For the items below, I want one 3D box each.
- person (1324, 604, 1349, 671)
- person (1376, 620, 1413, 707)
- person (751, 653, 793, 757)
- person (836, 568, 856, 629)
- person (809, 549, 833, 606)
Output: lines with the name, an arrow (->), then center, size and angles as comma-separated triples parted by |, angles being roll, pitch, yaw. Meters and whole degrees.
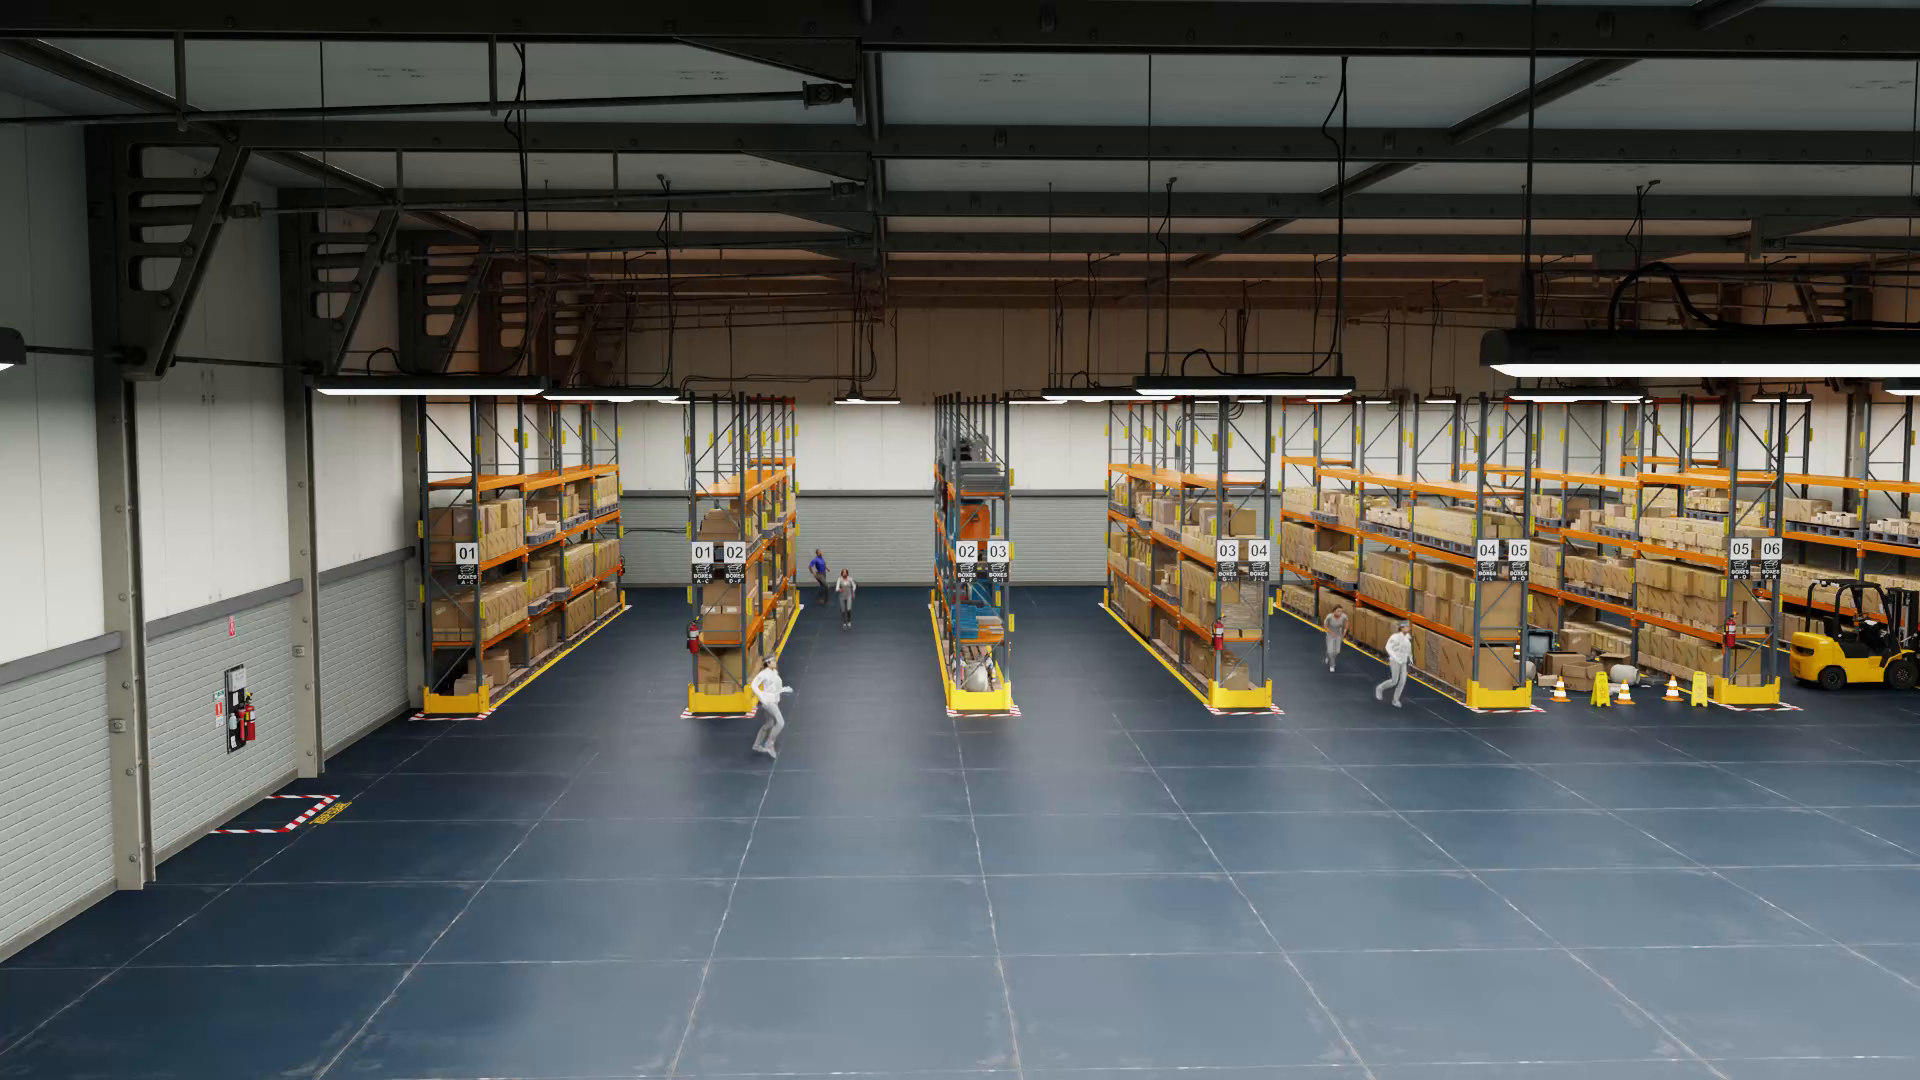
person -> 8.138, 2.106, 36.025 | 0.578, 1.494, 0.806 | 0, 5, -2
person -> 8.457, 2.349, 32.097 | 0.666, 1.657, 0.651 | -3, 5, -30
person -> -3.095, 2.703, 27.301 | 0.686, 1.716, 0.588 | 1, 5, 16
person -> -2.924, 1.511, 42.575 | 0.511, 1.570, 0.636 | 0, 5, -3
person -> -4.025, 1.086, 47.998 | 0.669, 1.654, 0.630 | 3, 5, 29
